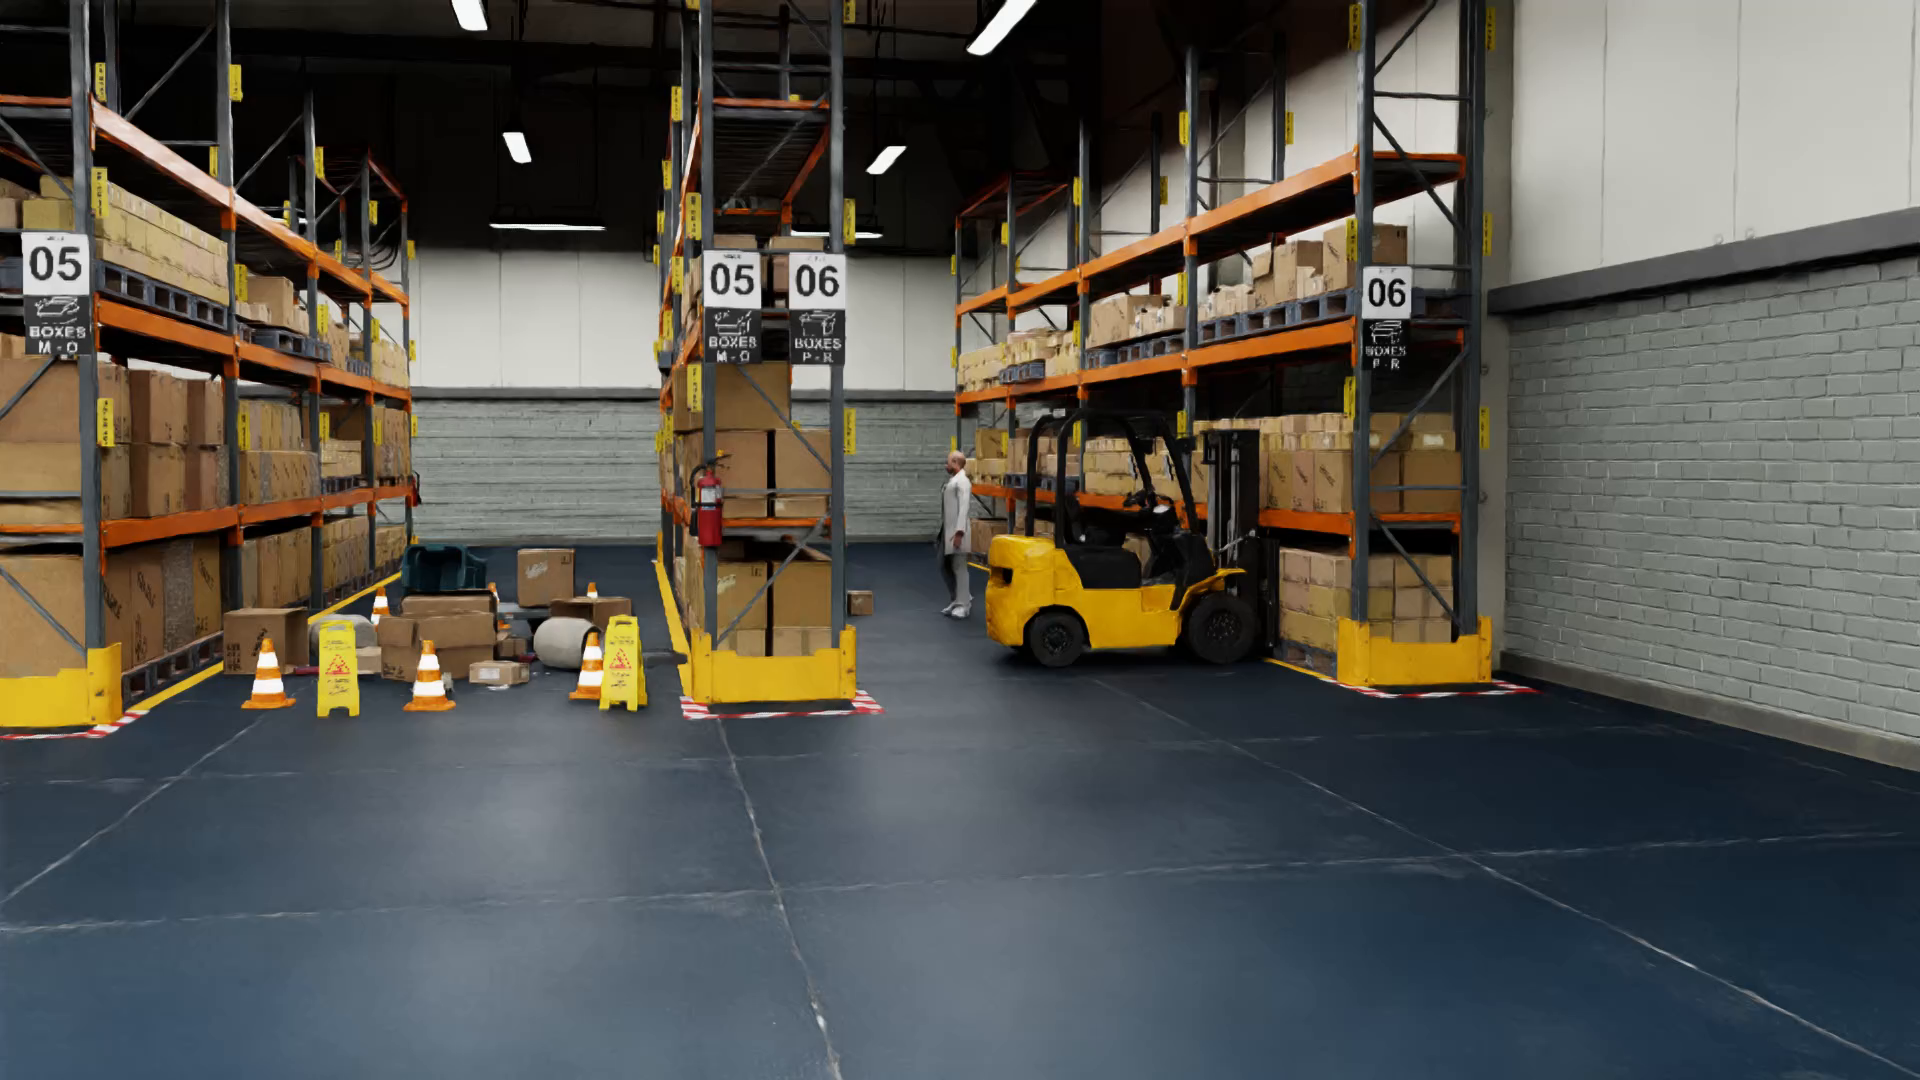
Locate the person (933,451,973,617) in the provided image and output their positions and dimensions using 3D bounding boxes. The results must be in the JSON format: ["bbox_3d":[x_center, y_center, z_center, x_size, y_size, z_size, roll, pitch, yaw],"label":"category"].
[{"bbox_3d":[-0.029,-0.071,18.162,0.467,1.803,0.674,-1,3,-13],"label":"person"}]
